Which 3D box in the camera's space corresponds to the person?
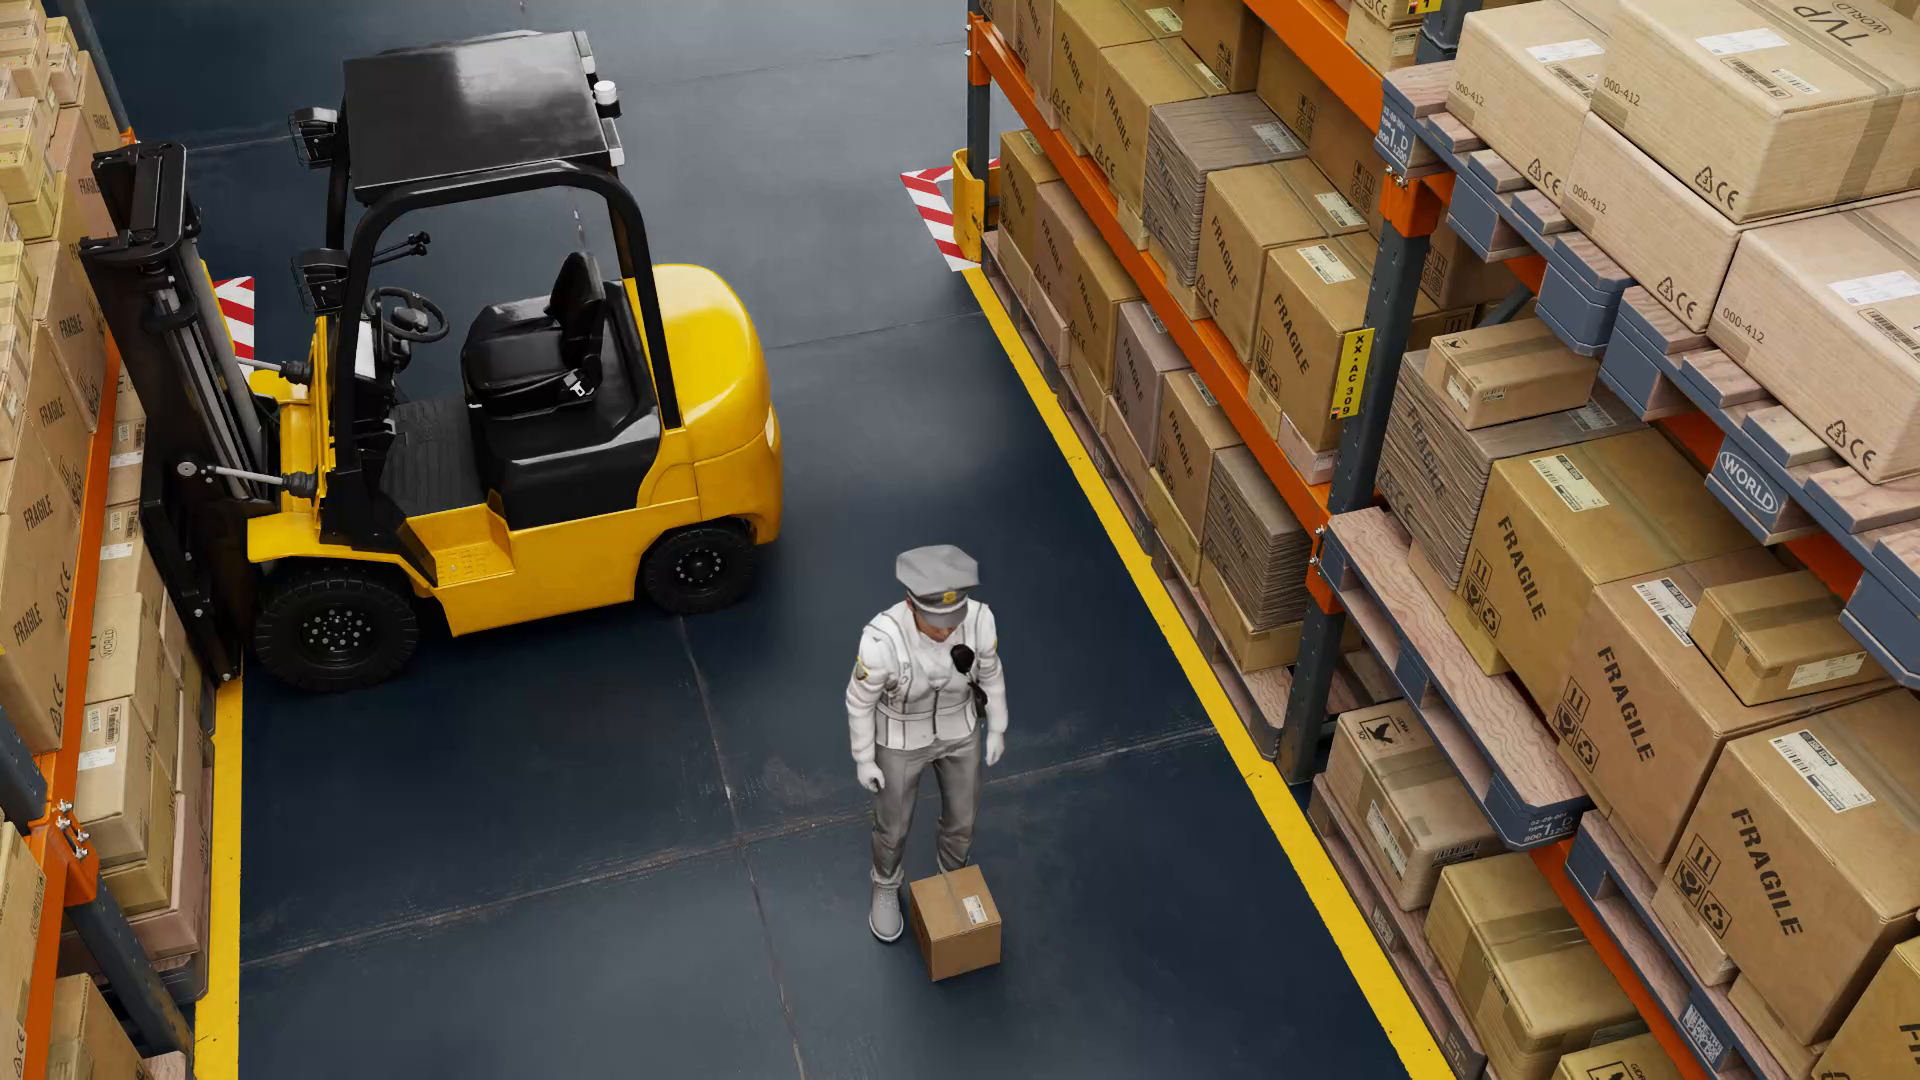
[{"bbox_3d":[-0.095,0.663,5.434,0.529,1.664,0.403,-12,44,-12],"label":"person"}]
